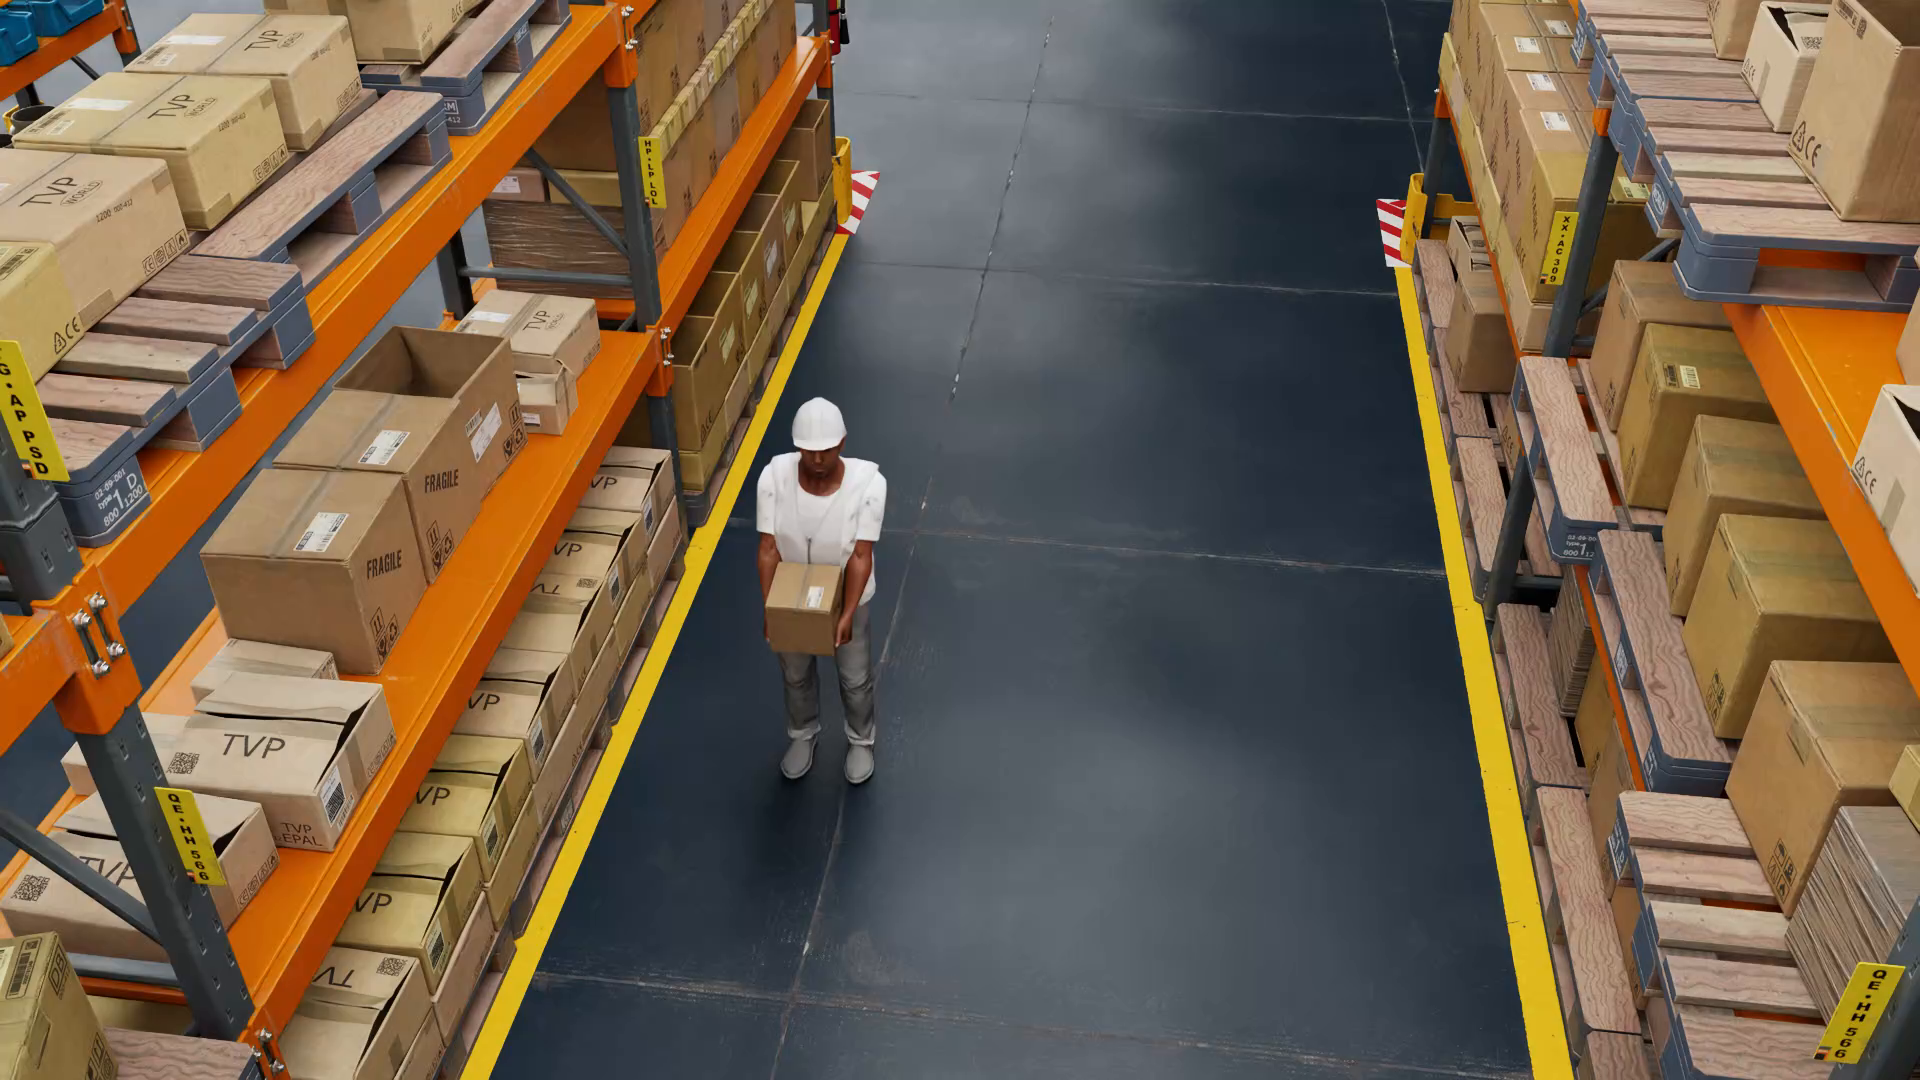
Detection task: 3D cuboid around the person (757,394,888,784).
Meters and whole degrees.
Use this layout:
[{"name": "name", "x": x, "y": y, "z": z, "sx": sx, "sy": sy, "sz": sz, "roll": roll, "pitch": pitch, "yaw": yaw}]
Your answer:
[{"name": "person", "x": -0.554, "y": 0.271, "z": 6.651, "sx": 0.504, "sy": 1.760, "sz": 0.575, "roll": 5, "pitch": 36, "yaw": 7}]
